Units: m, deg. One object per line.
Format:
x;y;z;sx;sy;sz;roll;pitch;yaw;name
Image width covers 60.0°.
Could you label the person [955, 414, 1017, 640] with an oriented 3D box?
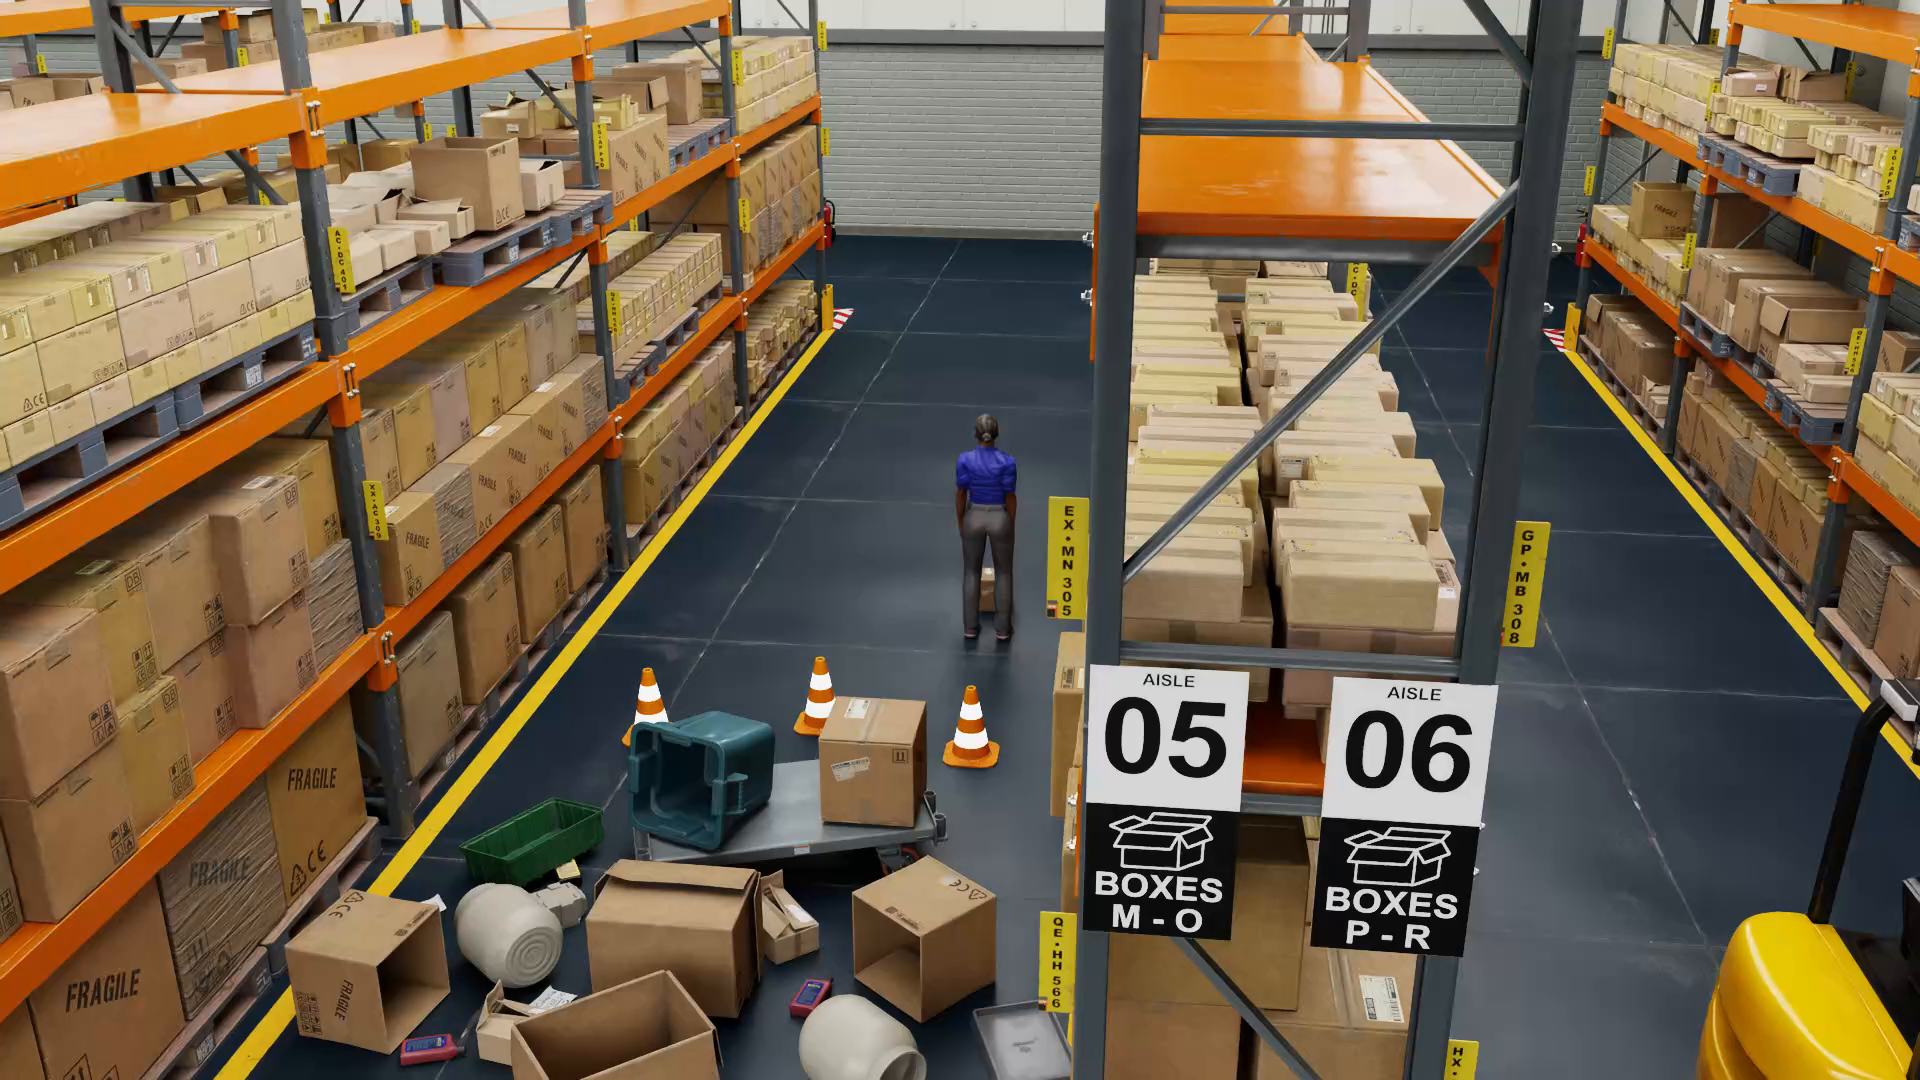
0.185;-0.098;11.746;0.437;1.656;0.299;3;22;8;person
